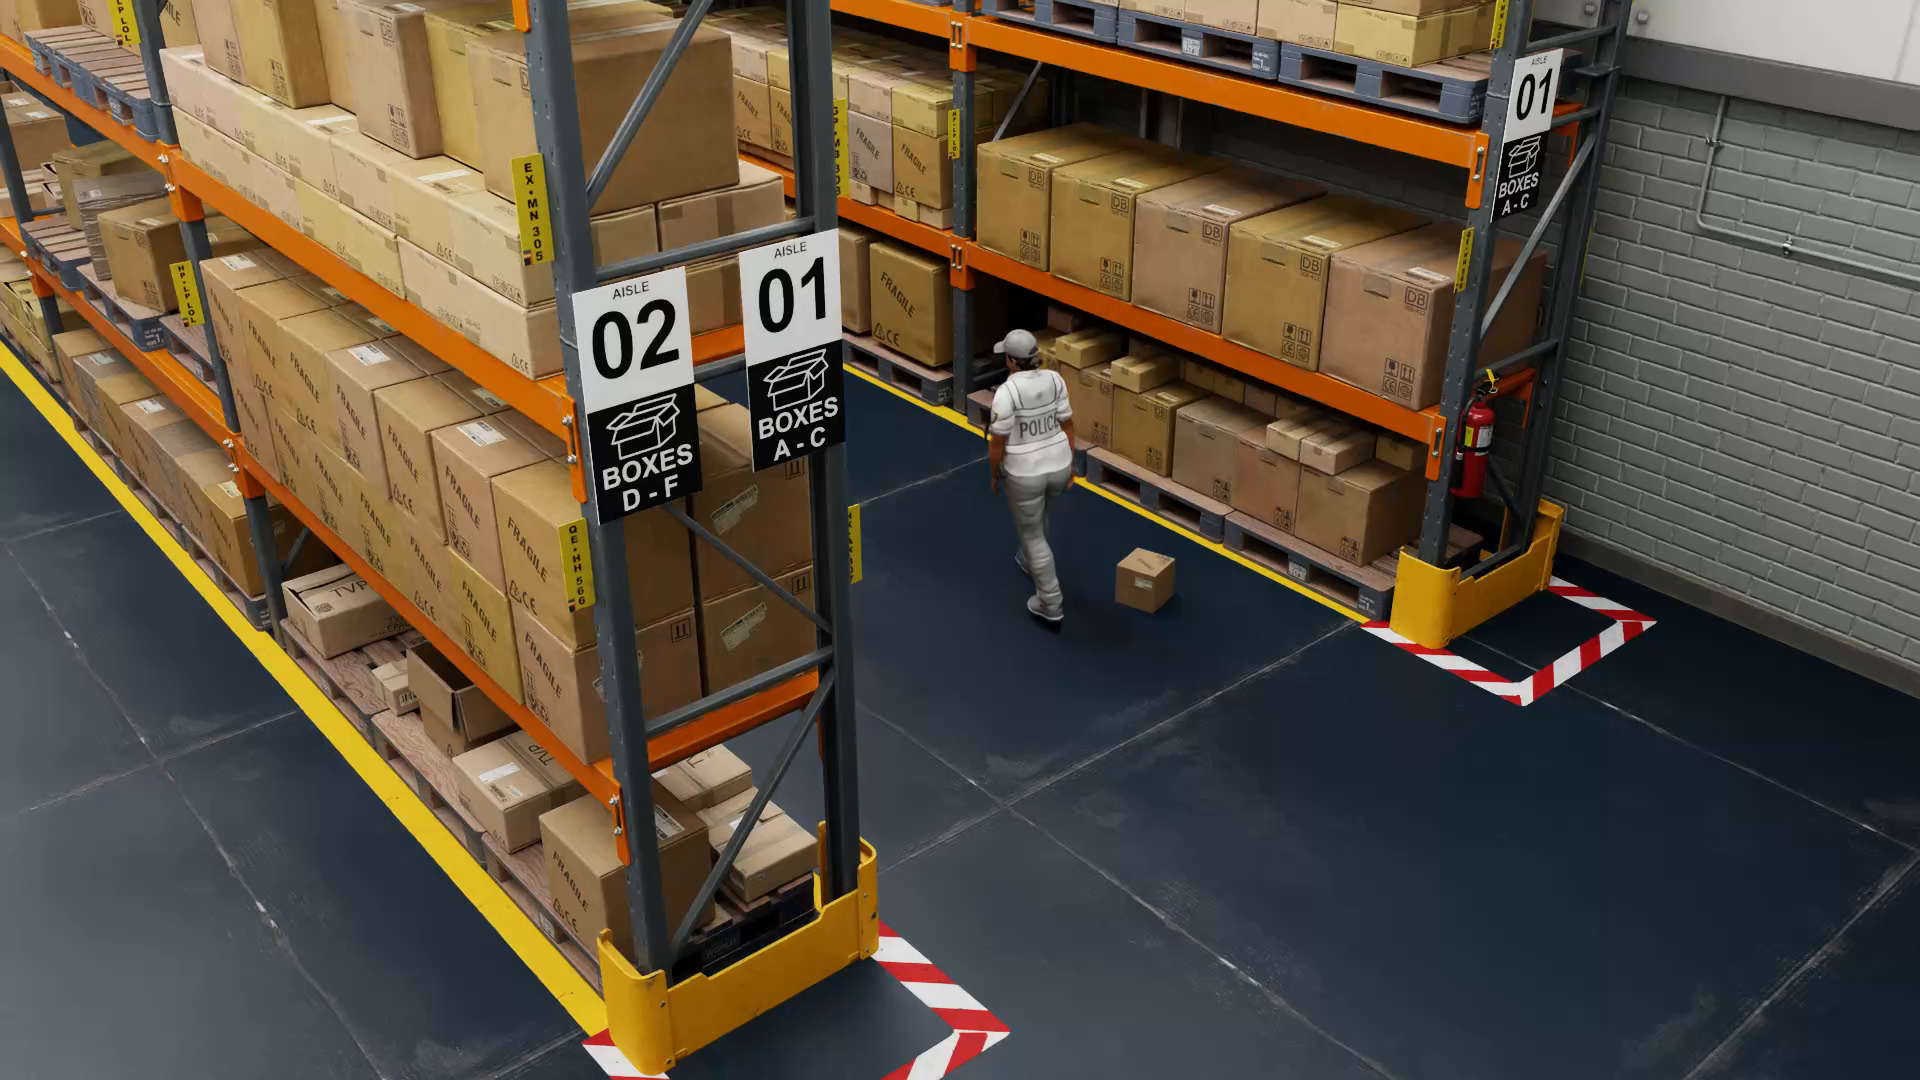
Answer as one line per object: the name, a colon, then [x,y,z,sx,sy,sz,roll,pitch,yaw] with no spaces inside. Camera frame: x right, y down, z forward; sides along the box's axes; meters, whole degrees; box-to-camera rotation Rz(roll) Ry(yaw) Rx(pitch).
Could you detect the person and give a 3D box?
person: [0.408,-0.406,9.362,0.572,1.639,0.822,-19,34,-31]
